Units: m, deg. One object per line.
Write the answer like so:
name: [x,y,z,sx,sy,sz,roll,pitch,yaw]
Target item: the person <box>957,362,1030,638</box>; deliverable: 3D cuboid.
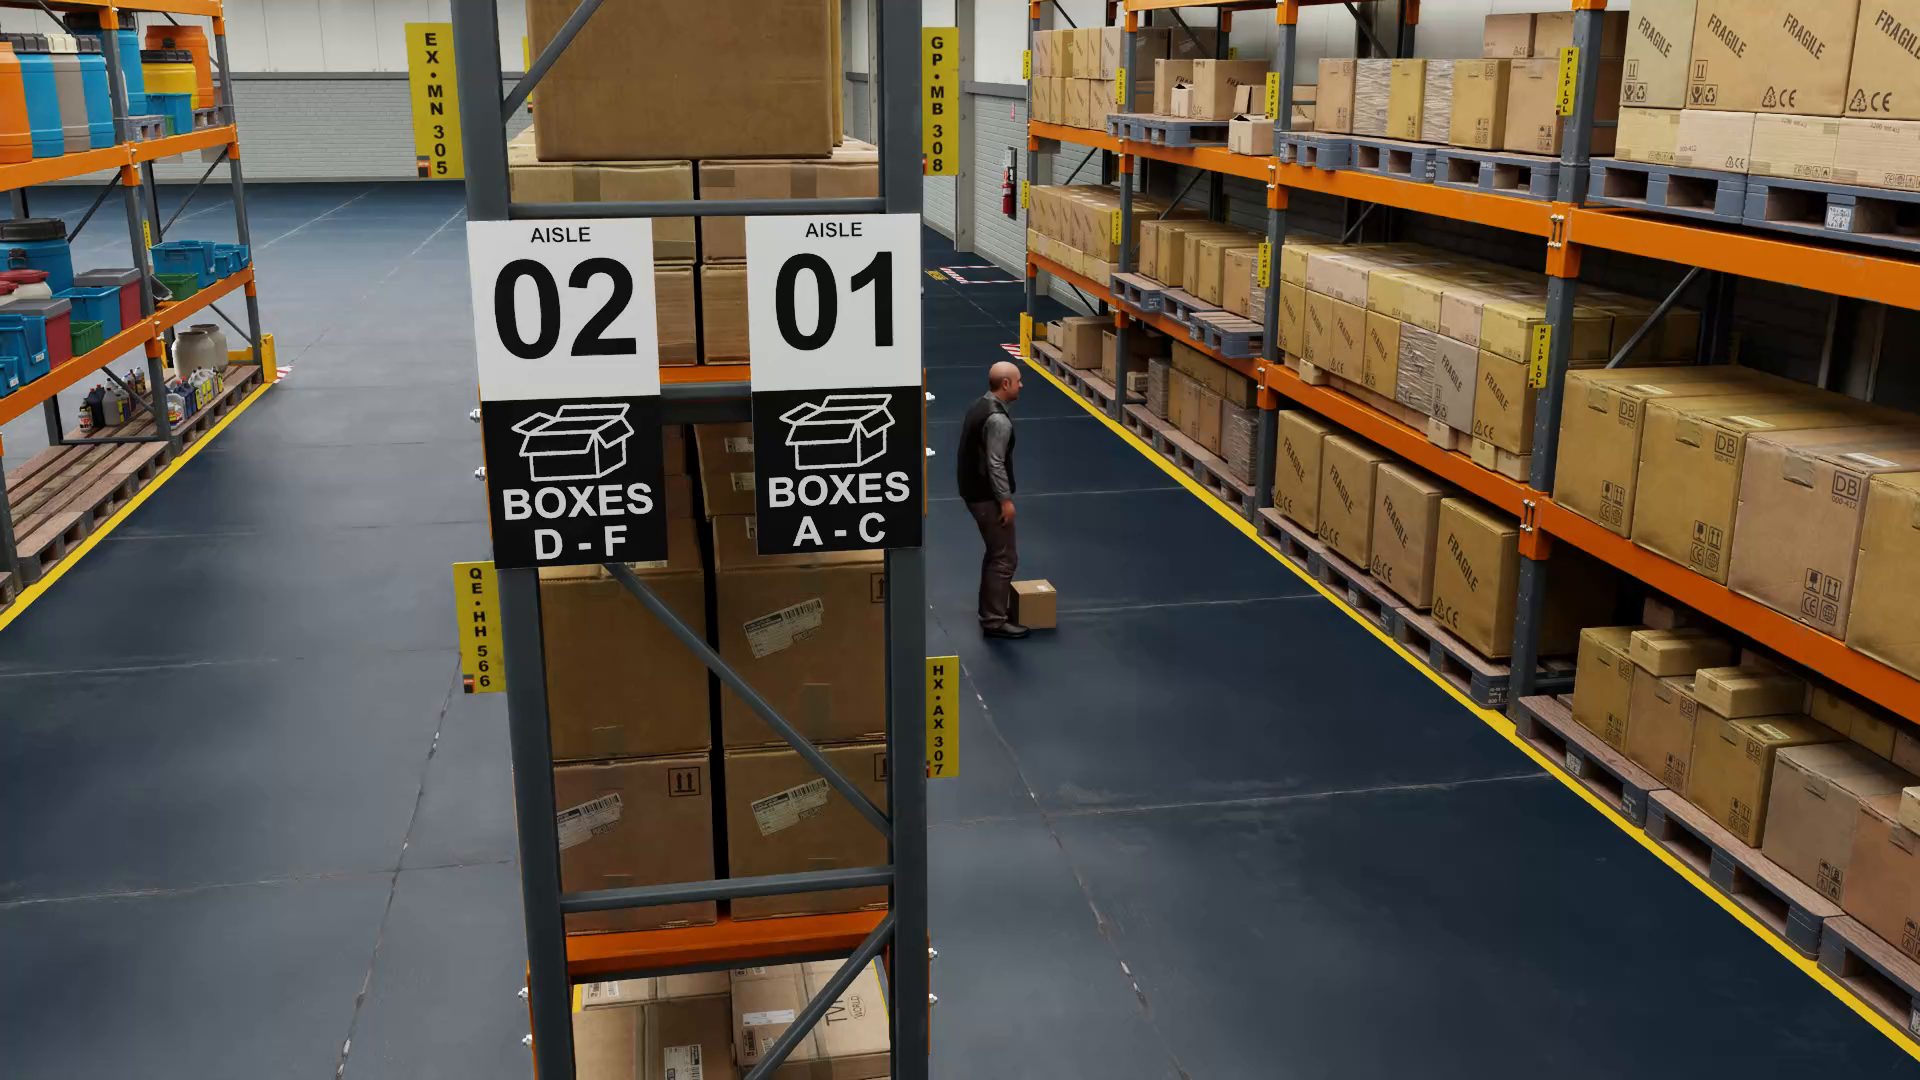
person: [0.219,-0.268,10.499,0.466,1.720,0.580,-3,17,-10]
